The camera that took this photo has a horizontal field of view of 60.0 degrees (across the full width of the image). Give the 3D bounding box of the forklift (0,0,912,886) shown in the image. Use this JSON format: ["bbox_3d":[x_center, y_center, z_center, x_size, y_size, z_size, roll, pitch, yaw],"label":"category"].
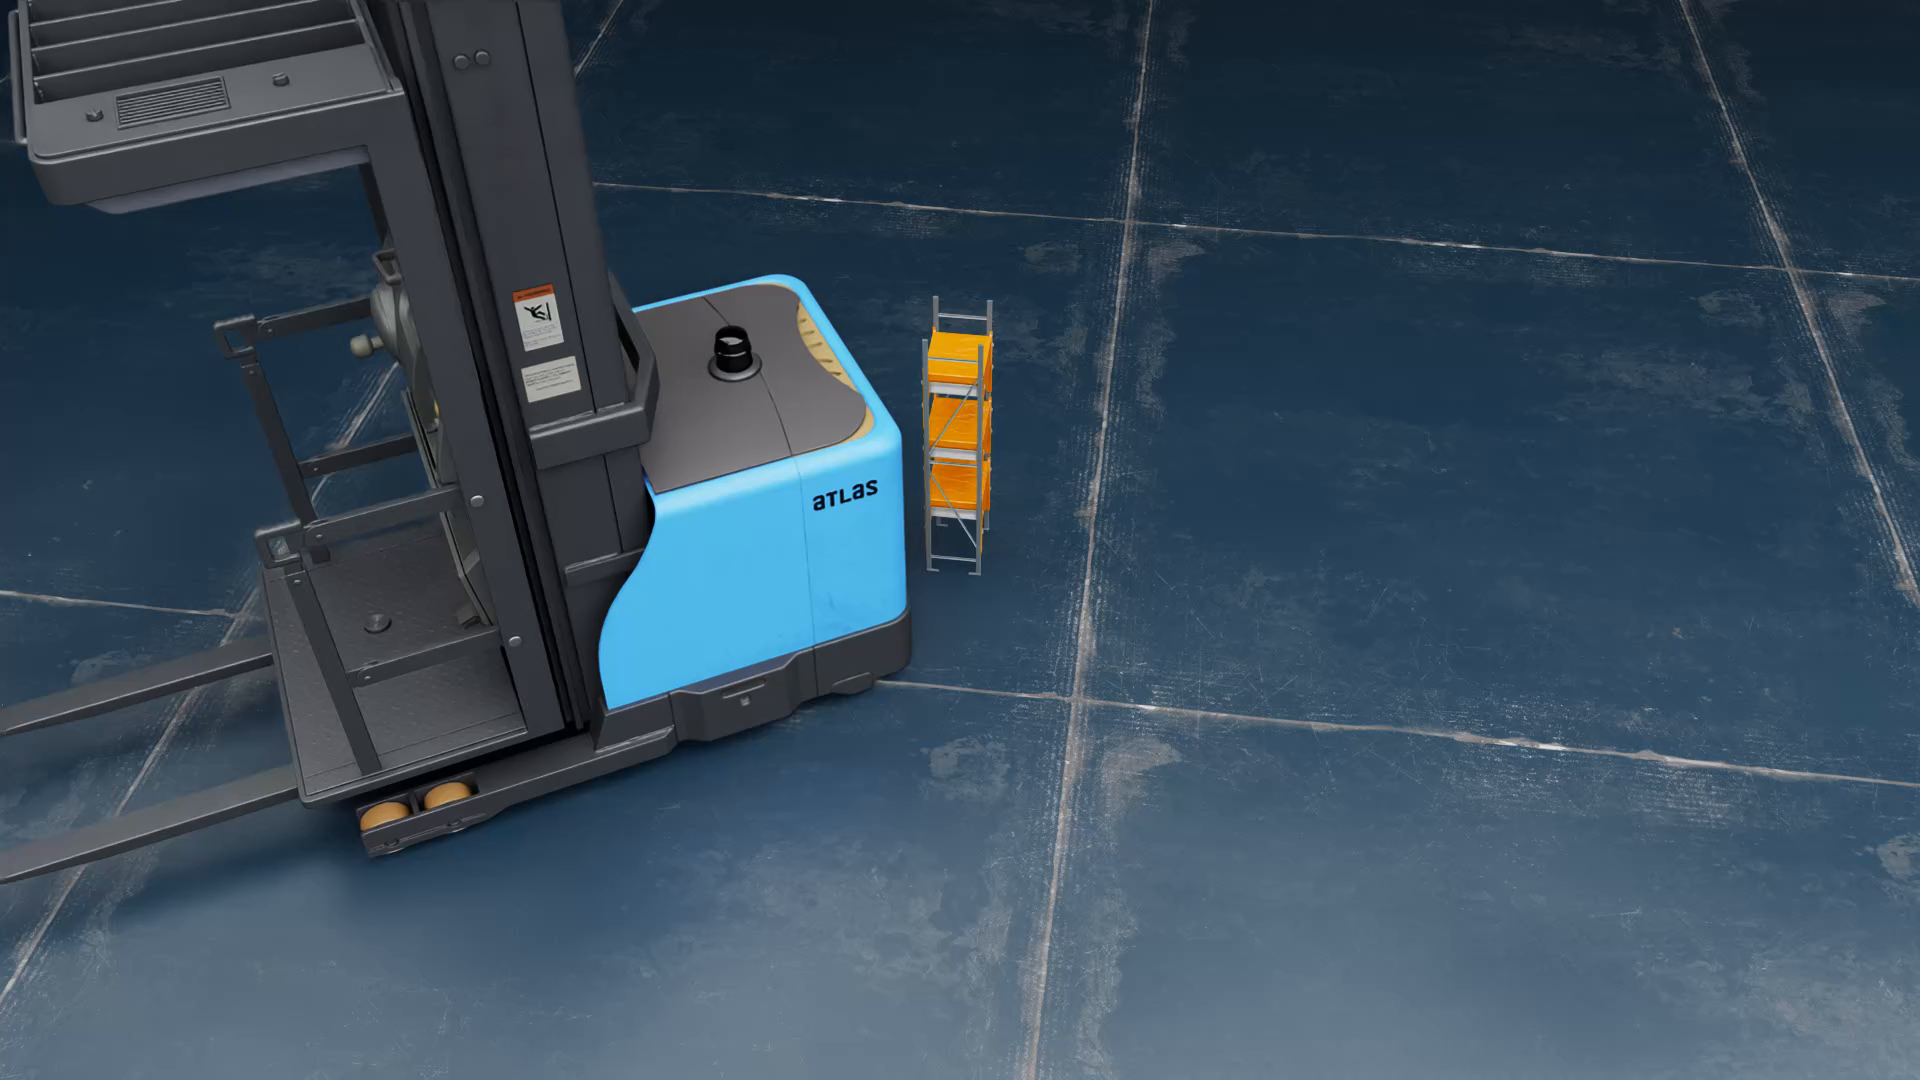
[{"bbox_3d":[-1.728,-0.498,4.644,3.031,2.935,1.130,-17,46,-17],"label":"forklift"}]

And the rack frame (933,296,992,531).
[{"bbox_3d":[0.009,-0.428,5.938,0.200,1.050,0.008,5,44,6],"label":"rack frame"}]

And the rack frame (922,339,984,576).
[{"bbox_3d":[-0.023,-0.262,5.763,0.200,1.050,0.008,5,44,6],"label":"rack frame"}]

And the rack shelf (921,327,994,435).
[{"bbox_3d":[-0.007,-0.543,5.663,0.215,0.259,0.240,5,44,6],"label":"rack shelf"}]

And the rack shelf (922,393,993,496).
[{"bbox_3d":[-0.007,-0.337,5.858,0.215,0.259,0.240,5,44,6],"label":"rack shelf"}]

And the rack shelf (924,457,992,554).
[{"bbox_3d":[-0.007,-0.135,6.049,0.215,0.259,0.240,5,44,6],"label":"rack shelf"}]

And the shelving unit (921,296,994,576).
[{"bbox_3d":[-0.007,-0.345,5.851,0.215,1.050,0.252,5,44,6],"label":"shelving unit"}]
